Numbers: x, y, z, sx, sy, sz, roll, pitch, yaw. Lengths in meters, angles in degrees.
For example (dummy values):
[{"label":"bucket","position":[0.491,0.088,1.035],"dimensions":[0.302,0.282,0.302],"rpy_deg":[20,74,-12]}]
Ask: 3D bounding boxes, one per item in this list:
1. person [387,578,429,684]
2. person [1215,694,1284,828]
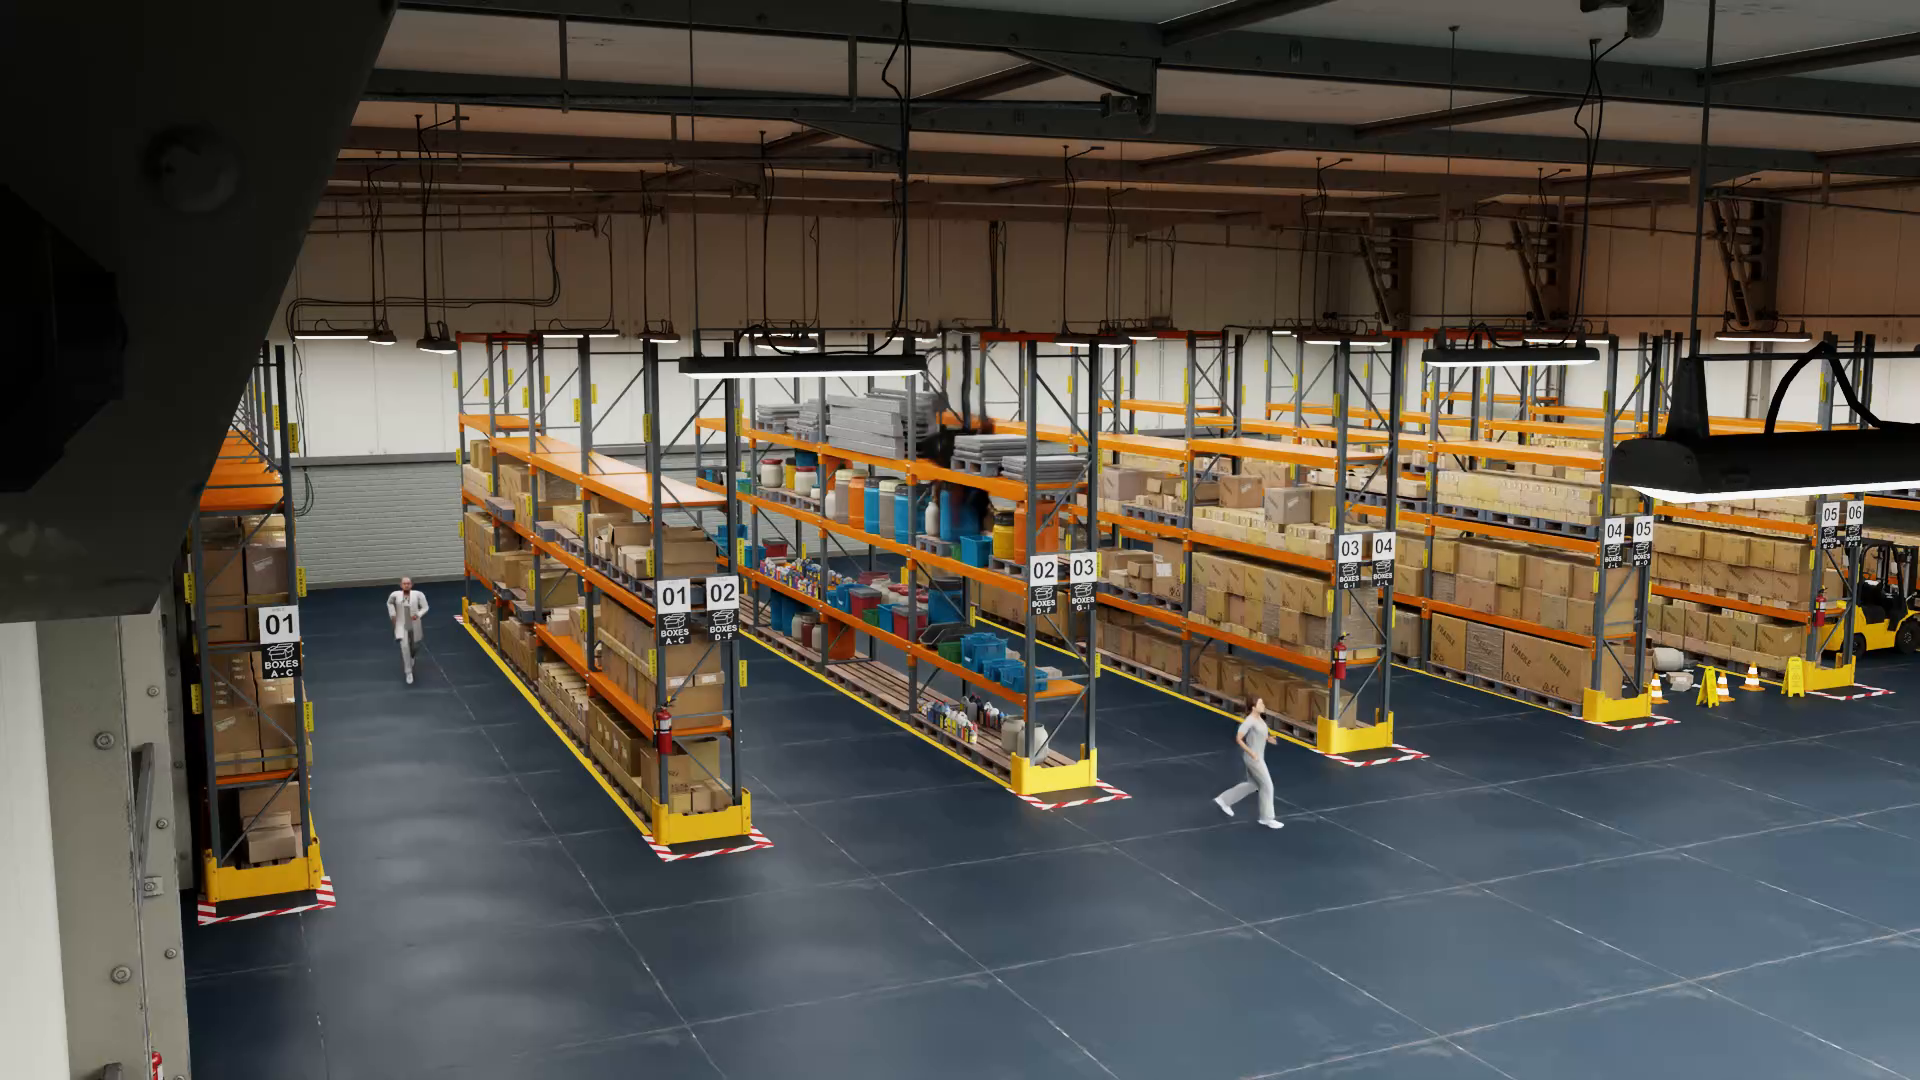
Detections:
[{"label":"person","position":[-9.669,1.587,29.199],"dimensions":[0.673,1.722,1.201],"rpy_deg":[-3,8,-24]},{"label":"person","position":[3.639,2.734,20.691],"dimensions":[0.810,1.674,0.561],"rpy_deg":[2,8,16]}]
